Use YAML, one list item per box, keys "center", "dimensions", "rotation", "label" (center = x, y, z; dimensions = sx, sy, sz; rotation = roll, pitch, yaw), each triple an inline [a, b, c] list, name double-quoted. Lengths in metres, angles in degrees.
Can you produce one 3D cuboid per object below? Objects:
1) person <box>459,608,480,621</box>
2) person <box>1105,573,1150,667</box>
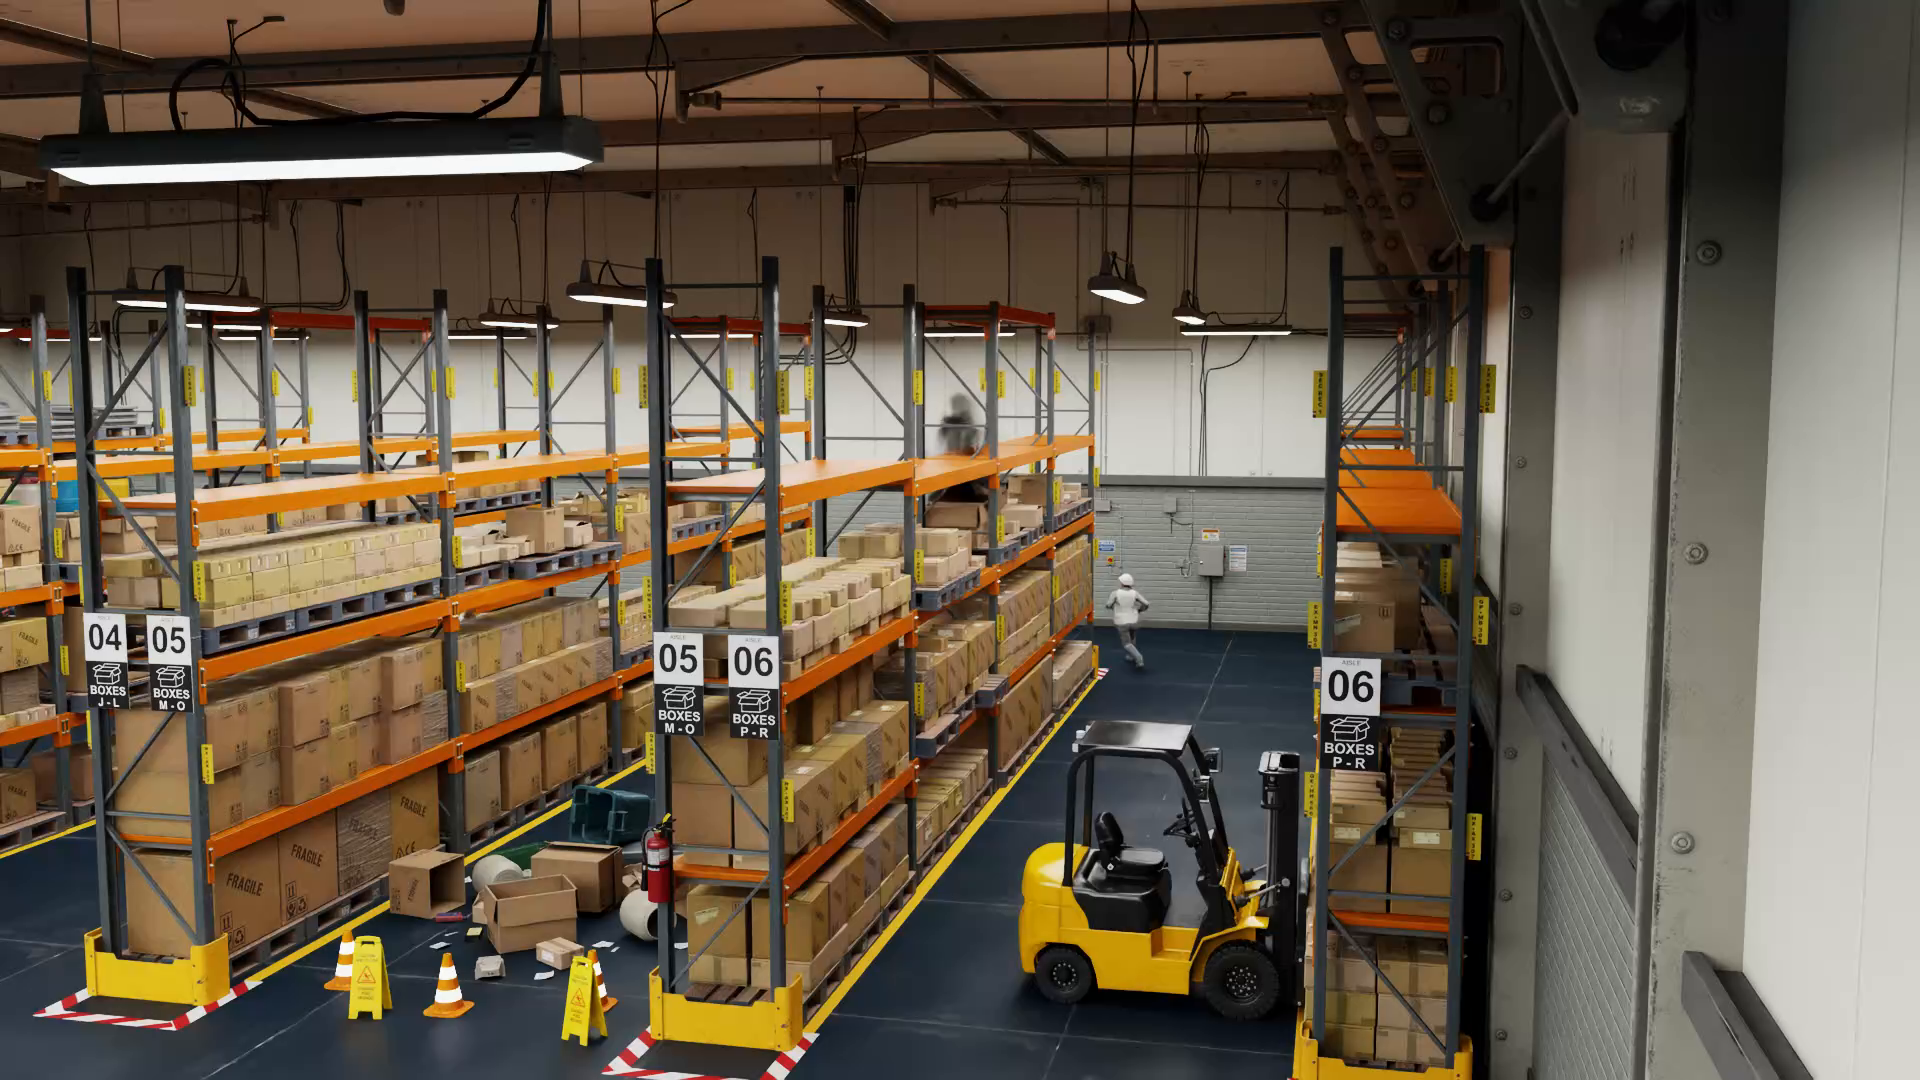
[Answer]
- center: [-7.337, 1.737, 24.984]
  dimensions: [0.674, 1.798, 0.988]
  rotation: [1, 6, 9]
  label: "person"
- center: [2.882, 1.386, 29.121]
  dimensions: [0.727, 1.642, 1.113]
  rotation: [-2, 6, -17]
  label: "person"
